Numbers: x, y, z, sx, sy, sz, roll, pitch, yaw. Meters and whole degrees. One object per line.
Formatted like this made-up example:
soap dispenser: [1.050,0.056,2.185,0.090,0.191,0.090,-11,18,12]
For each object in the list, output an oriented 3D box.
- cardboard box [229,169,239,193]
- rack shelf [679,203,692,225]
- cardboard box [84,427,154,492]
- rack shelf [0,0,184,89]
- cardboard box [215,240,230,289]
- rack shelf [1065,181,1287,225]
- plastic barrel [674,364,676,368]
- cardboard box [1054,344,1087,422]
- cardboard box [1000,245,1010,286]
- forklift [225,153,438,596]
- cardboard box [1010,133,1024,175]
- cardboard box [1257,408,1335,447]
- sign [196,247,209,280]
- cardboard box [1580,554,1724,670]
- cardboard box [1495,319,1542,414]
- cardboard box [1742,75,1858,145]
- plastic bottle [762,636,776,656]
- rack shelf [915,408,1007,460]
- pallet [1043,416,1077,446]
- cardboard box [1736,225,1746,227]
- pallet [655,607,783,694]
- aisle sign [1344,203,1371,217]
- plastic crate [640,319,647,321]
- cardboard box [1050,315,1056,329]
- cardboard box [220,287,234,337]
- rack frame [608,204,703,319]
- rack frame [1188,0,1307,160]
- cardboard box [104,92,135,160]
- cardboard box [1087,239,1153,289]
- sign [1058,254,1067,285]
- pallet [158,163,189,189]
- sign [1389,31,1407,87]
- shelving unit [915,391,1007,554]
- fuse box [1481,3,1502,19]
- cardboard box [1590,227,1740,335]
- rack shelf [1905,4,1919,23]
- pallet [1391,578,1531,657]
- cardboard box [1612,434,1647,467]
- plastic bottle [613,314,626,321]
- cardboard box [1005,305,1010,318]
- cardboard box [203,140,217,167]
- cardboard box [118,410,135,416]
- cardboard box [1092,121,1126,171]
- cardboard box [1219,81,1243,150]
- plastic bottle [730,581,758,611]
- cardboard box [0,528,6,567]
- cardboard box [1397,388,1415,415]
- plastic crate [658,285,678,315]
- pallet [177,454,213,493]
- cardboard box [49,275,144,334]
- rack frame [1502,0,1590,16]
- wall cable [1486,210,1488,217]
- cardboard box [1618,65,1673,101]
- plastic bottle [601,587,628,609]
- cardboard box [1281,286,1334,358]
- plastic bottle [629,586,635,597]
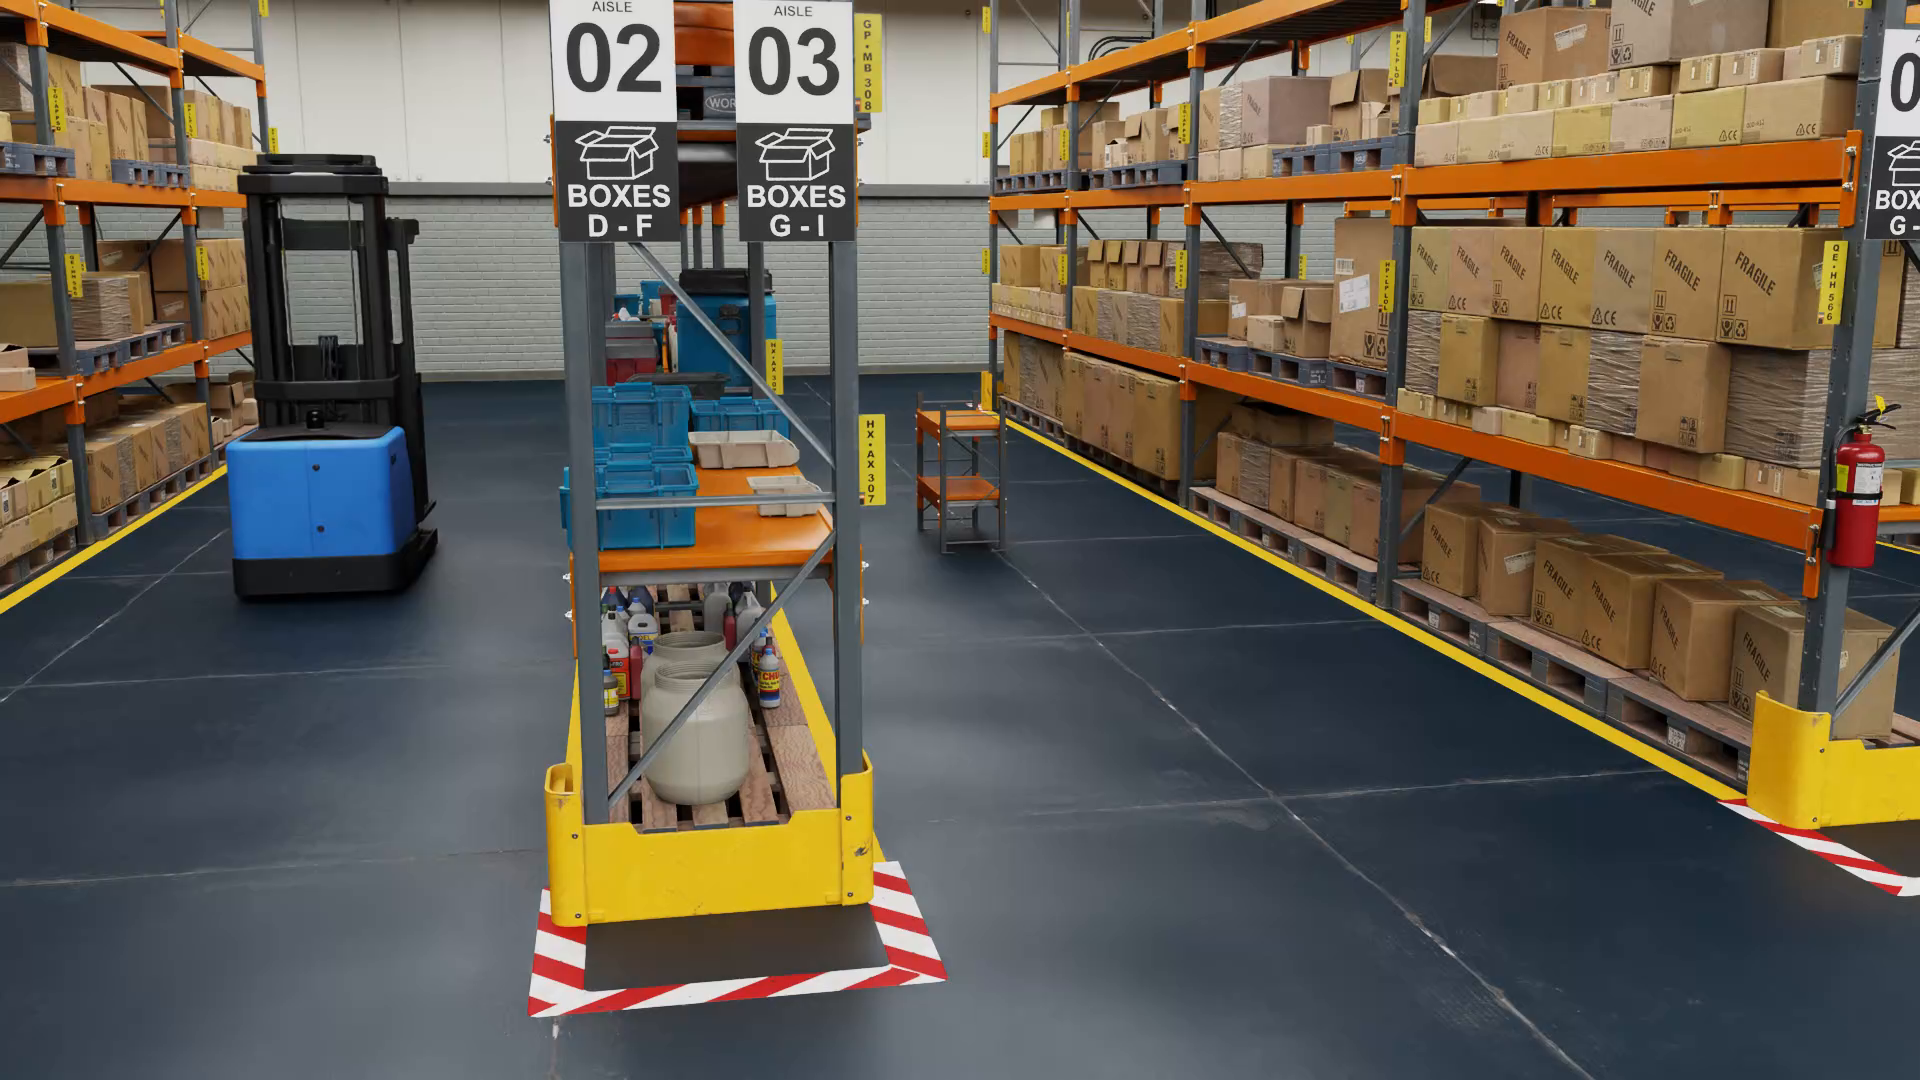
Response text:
cardboard box: [-8.192,-3.925,18.174,0.500,0.250,0.500,-2,11,-11]
rack shelf: [-3.580,-3.818,19.136,1.077,0.370,4.000,-2,11,-11]
cardboard box: [-7.281,-0.688,14.298,0.500,0.500,0.500,-2,11,-12]
rack shelf: [-7.661,-4.182,14.096,1.077,0.370,4.000,-2,11,-11]
cardboard box: [-7.967,-2.883,17.381,0.500,0.500,0.500,-2,11,-13]
rack shelf: [2.057,-3.265,16.228,1.077,0.370,4.000,-2,11,-11]
plastic barrel: [-1.742,-1.044,11.031,0.301,0.262,0.301,0,11,0]
cardboard box: [1.618,-1.798,19.179,0.875,0.875,0.875,-2,11,-11]
cardboard box: [0.815,-3.496,21.143,0.500,0.500,0.500,-2,11,-12]
forklift: [-4.525,-1.298,12.175,1.130,2.935,3.031,-2,11,-10]
cardboard box: [1.034,-4.822,20.828,0.700,0.500,0.500,-3,11,-13]
cardboard box: [2.718,-0.915,13.487,0.500,0.250,0.500,-1,11,-5]
sign: [-7.507,-2.741,16.480,0.100,0.325,0.005,-2,11,-11]
cardboard box: [3.643,0.372,8.781,0.500,0.500,0.500,-1,11,-6]
cardboard box: [3.509,-0.973,9.226,0.875,0.500,0.500,-2,11,-11]
cardboard box: [3.658,-1.789,6.954,0.500,0.250,0.500,-2,11,-10]
plastic bottle: [-0.930,0.602,8.100,0.061,0.283,0.133,-2,11,-10]
rack shelf: [-0.001,-0.841,13.043,0.538,0.278,1.000,-2,11,-11]
pallet: [1.596,-1.284,19.377,1.003,0.211,1.213,-2,11,-11]
cardboard box: [10.646,-4.151,22.305,0.380,0.149,0.250,-2,11,-10]
pallet: [-1.545,0.631,9.319,1.003,0.211,1.213,-2,11,-11]
aisle sign: [5.466,-4.686,22.843,0.394,0.787,0.004,-2,11,-11]
plastic crate: [-3.672,-2.421,18.469,0.437,0.125,0.590,-2,11,-11]
cardboard box: [1.236,-2.479,18.871,0.380,0.149,0.250,-2,11,-10]
cardboard box: [-7.985,-2.398,17.506,0.500,0.500,0.500,-2,11,-10]
rack frame: [-3.191,-2.331,17.422,1.000,3.000,0.127,-2,11,-11]
rack frame: [2.446,-4.725,13.953,1.000,3.000,0.127,-2,11,-11]
cardboard box: [-7.872,-3.713,15.001,0.600,0.600,0.600,-2,11,-12]
cardboard box: [1.800,-2.936,17.651,0.797,0.503,0.637,-2,11,-12]
sign: [1.123,-2.955,18.172,0.100,0.325,0.005,-2,11,-11]
pallet: [-7.992,-3.411,15.574,1.213,0.211,1.003,-2,11,-11]
sign: [2.680,-2.944,10.184,0.100,0.325,0.005,-2,11,-11]
shelving unit: [-0.001,-0.554,13.098,0.538,1.125,1.048,-2,11,-11]
fuse box: [9.248,-9.143,28.611,0.513,0.334,0.176,-2,11,-11]
cardboard box: [3.454,-1.272,8.120,0.500,0.500,0.500,-2,11,-11]
rack shelf: [7.719,-3.970,12.981,1.077,0.370,4.000,-2,11,-11]
pallet: [3.389,0.448,10.280,1.003,0.211,1.213,-2,11,-11]
cardboard box: [3.484,-0.460,8.265,0.380,0.149,0.250,-2,11,-11]
plastic bottle: [-3.403,-2.104,16.562,0.152,0.276,0.135,-2,11,-11]
cardboard box: [0.788,-2.903,21.096,0.380,0.149,0.250,-2,11,-12]
cardboard box: [-8.000,-3.987,17.163,0.500,0.250,0.500,-2,11,-11]
cardboard box: [-8.081,-0.945,15.647,0.500,0.500,0.500,-2,11,-10]
cardboard box: [1.790,-4.134,17.482,0.700,0.500,0.500,-2,11,-10]
cardboard box: [2.380,-3.357,13.186,0.500,0.500,0.500,-2,11,-11]
plastic bottle: [-1.190,0.364,9.169,0.144,0.351,0.185,-3,11,-14]
cardboard box: [-6.629,0.095,10.906,0.500,0.250,0.500,-2,11,-10]
cardboard box: [2.970,-0.870,10.418,0.380,0.149,0.250,-2,11,-11]
plastic crate: [-3.118,-2.565,18.319,0.402,0.464,0.583,-2,11,-11]
pallet: [-7.855,-0.634,15.963,1.003,0.211,1.213,-2,11,-11]
cardboard box: [-7.646,-2.085,14.740,0.700,0.500,0.500,-5,12,-25]
rack frame: [6.552,-5.620,18.657,1.000,3.000,0.127,-2,11,-11]
wall cable: [9.491,-5.153,29.447,0.585,1.953,0.123,-2,11,-11]
cardboard box: [3.395,-2.185,7.964,0.380,0.149,0.250,-3,11,-14]
plastic bottle: [-1.885,0.384,9.062,0.144,0.351,0.185,-2,11,-9]
cardboard box: [2.796,-1.616,12.263,0.797,0.503,0.637,-1,11,-5]
plastic bottle: [-1.809,0.383,9.250,0.061,0.283,0.133,-2,11,-11]
